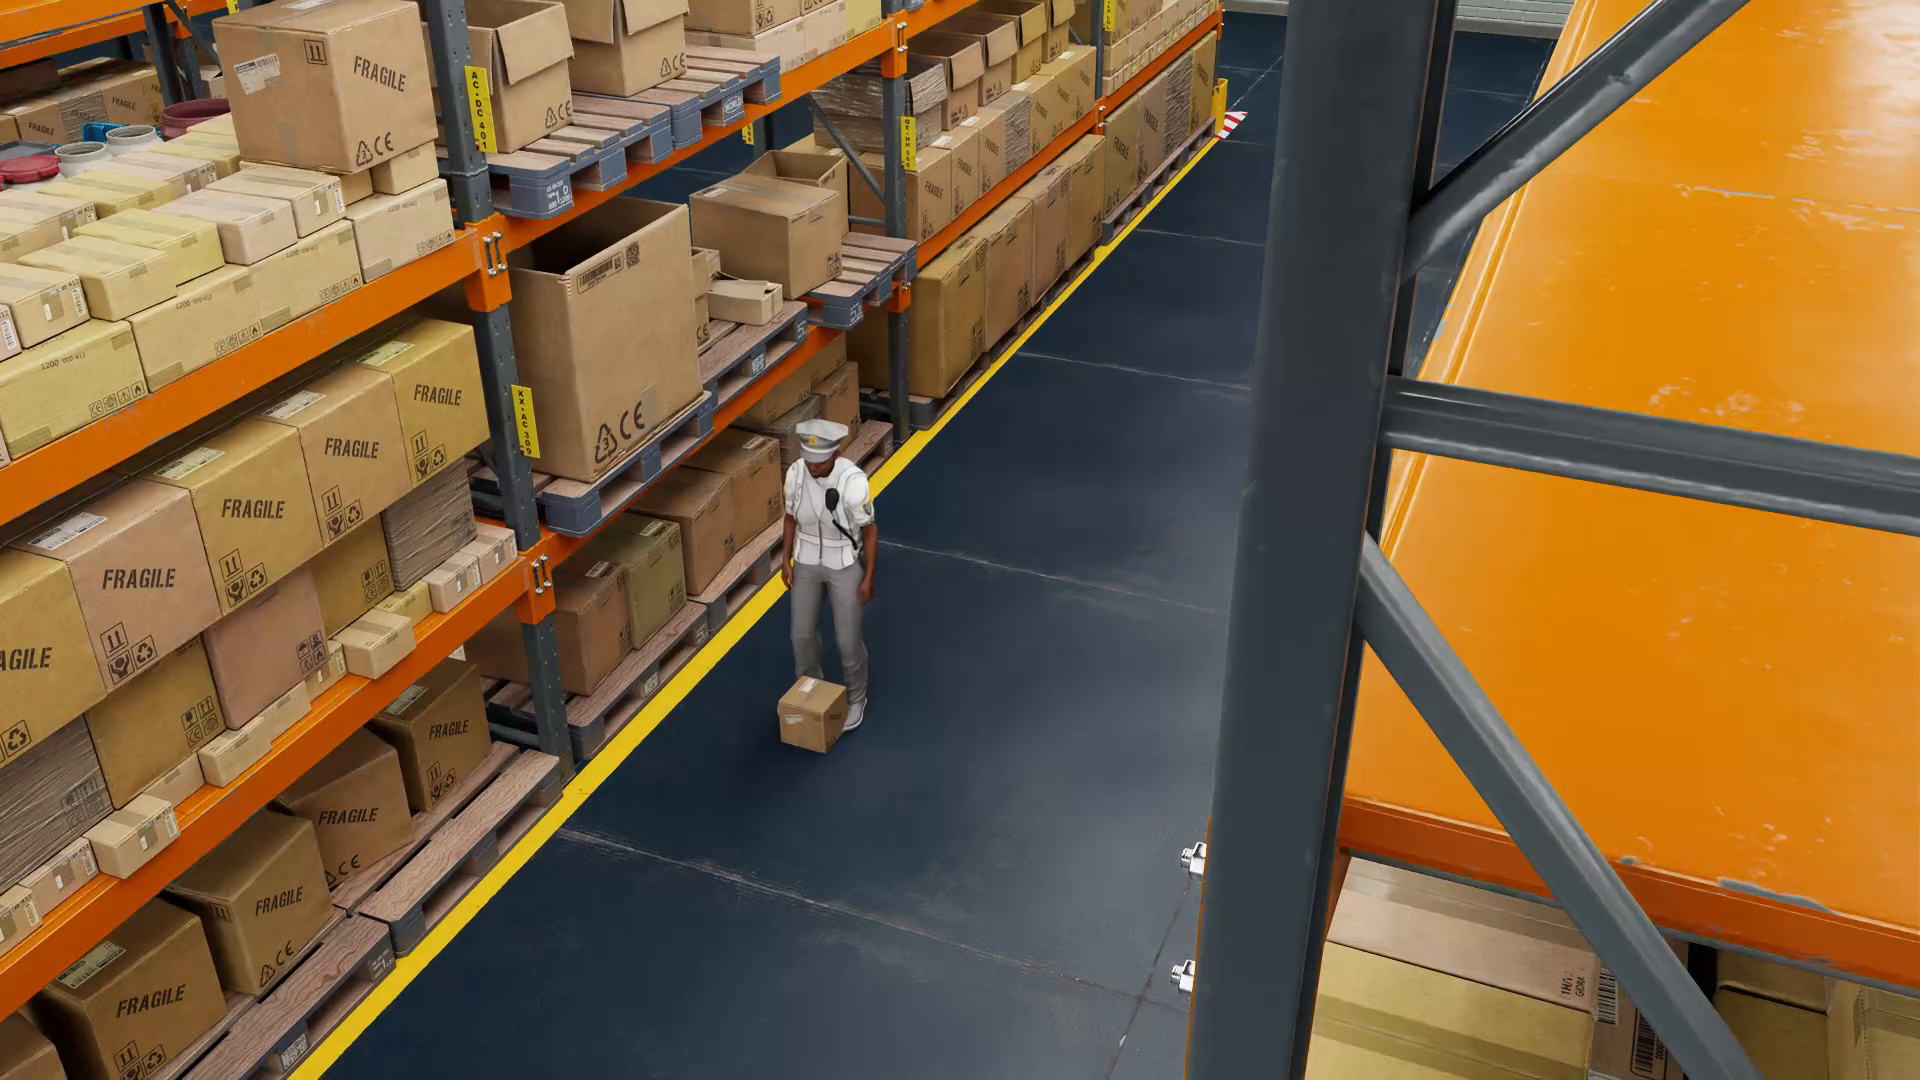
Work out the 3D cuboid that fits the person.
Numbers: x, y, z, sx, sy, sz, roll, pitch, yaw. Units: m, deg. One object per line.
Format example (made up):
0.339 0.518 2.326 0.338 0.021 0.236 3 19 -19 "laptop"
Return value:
-0.664 0.165 8.104 0.522 1.658 0.319 10 31 16 "person"
